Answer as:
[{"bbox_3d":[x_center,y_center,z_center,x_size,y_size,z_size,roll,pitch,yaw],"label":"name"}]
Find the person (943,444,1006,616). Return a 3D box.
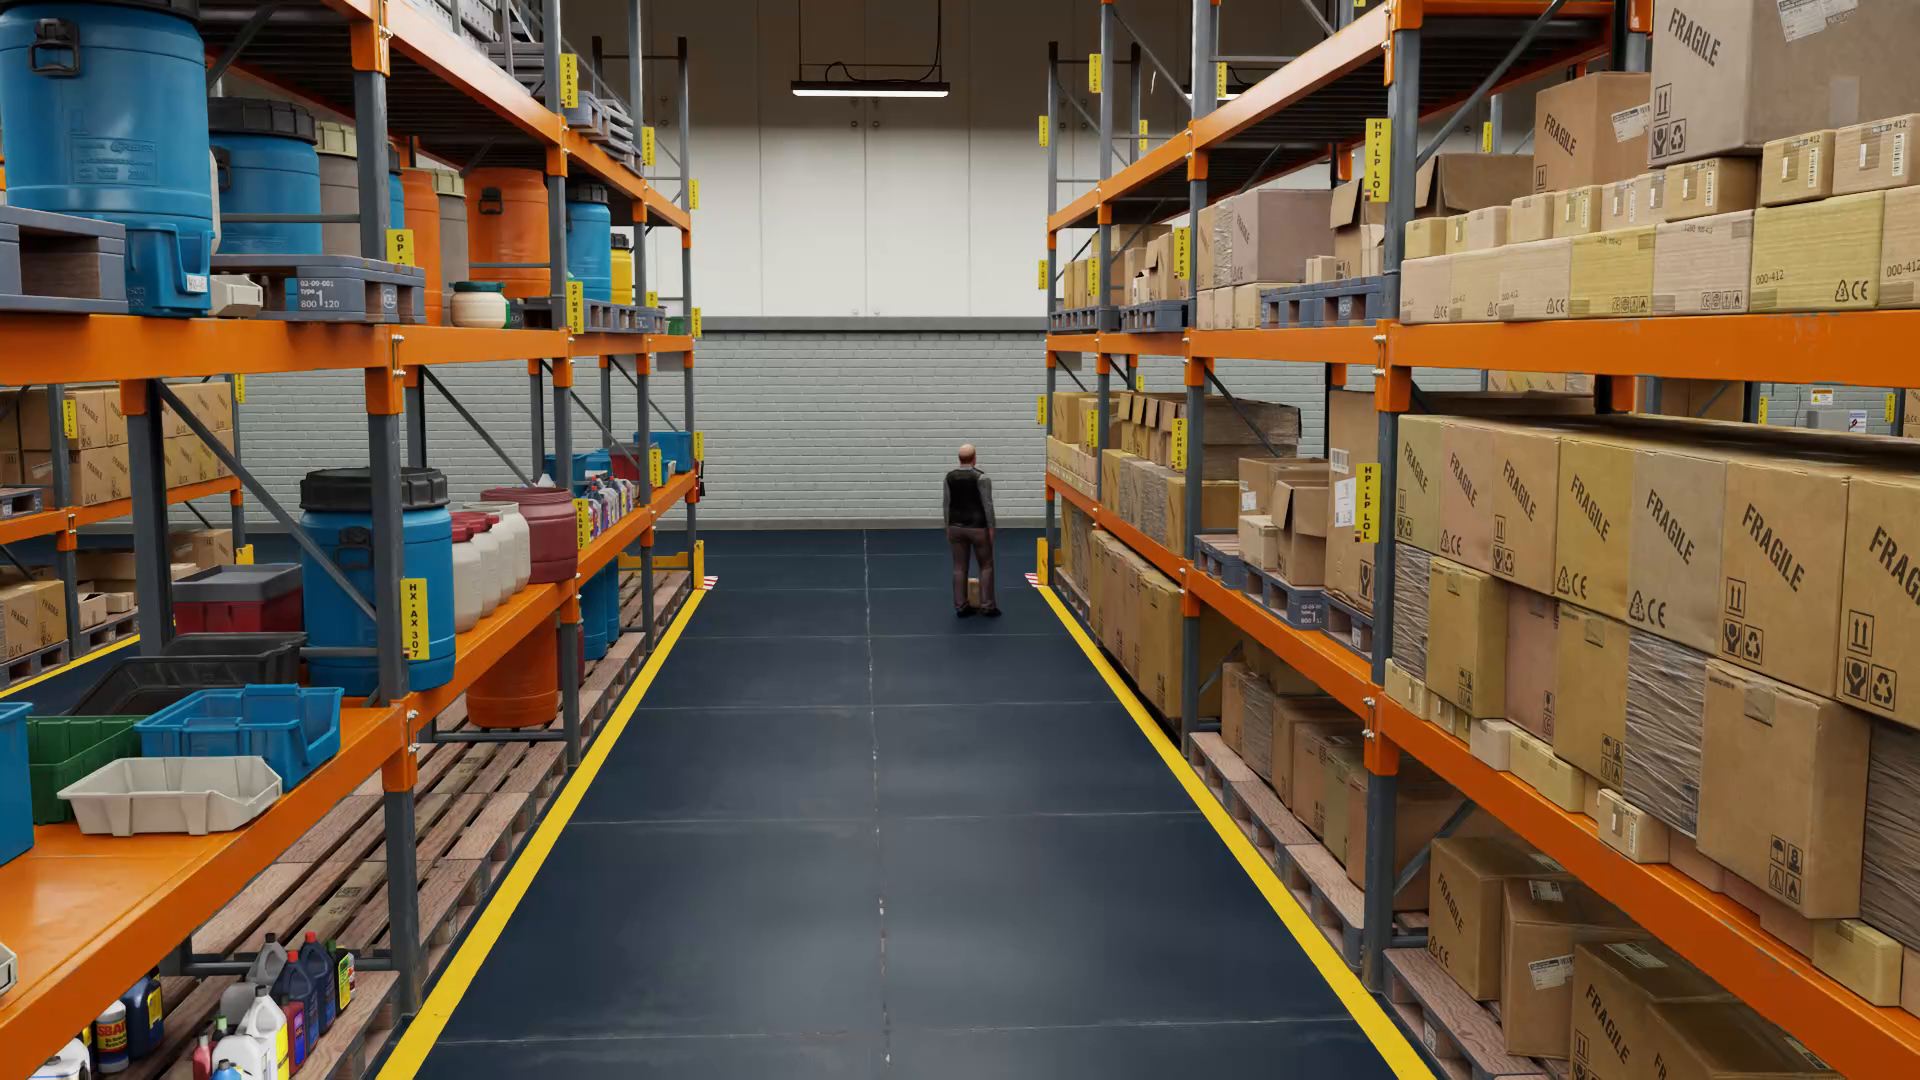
[{"bbox_3d":[0.137,-0.083,16.693,0.572,1.769,0.482,3,7,22],"label":"person"}]
